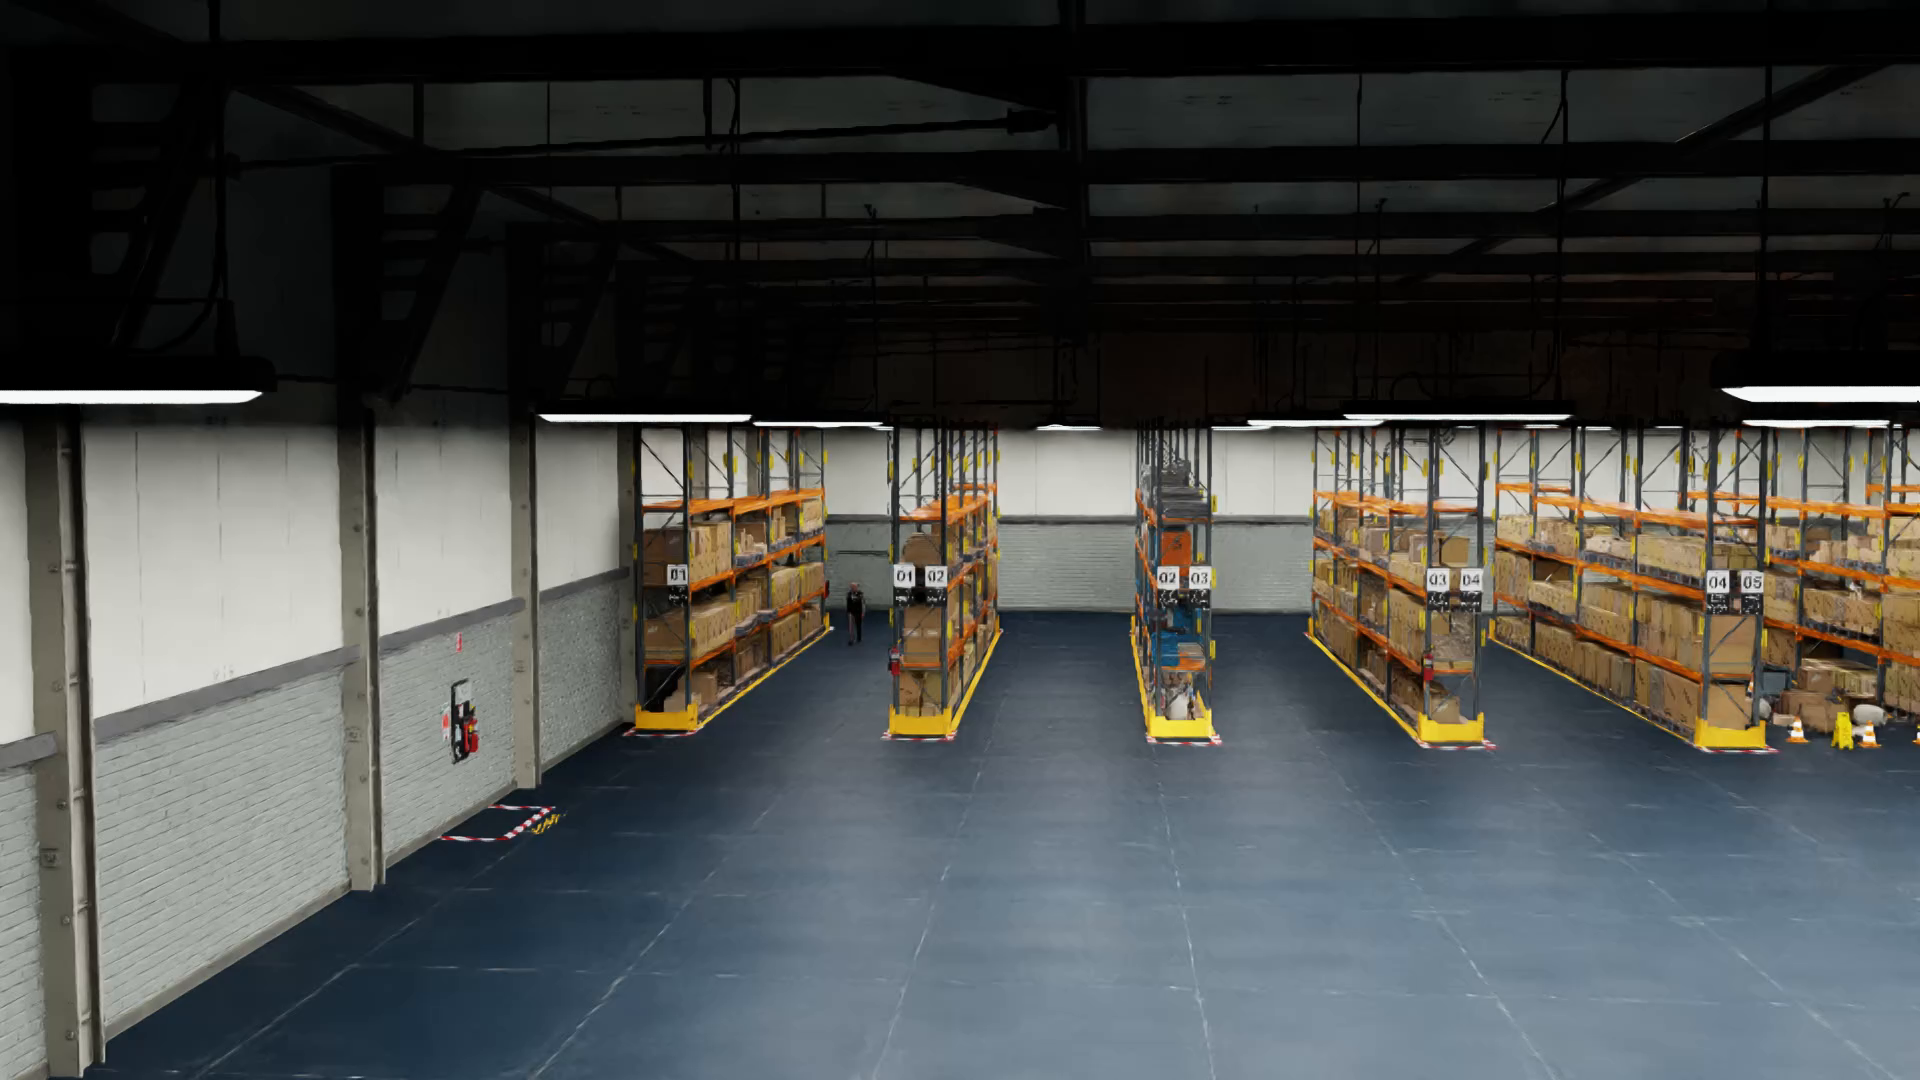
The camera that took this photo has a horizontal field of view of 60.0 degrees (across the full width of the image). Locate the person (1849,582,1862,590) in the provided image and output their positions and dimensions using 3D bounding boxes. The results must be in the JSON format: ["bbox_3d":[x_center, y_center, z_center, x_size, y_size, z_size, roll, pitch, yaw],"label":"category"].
[{"bbox_3d":[25.226,1.897,46.661,0.524,1.453,0.639,-2,4,-25],"label":"person"}]

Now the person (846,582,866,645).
[{"bbox_3d":[-2.810,1.961,44.857,0.553,1.673,1.030,0,4,3],"label":"person"}]
